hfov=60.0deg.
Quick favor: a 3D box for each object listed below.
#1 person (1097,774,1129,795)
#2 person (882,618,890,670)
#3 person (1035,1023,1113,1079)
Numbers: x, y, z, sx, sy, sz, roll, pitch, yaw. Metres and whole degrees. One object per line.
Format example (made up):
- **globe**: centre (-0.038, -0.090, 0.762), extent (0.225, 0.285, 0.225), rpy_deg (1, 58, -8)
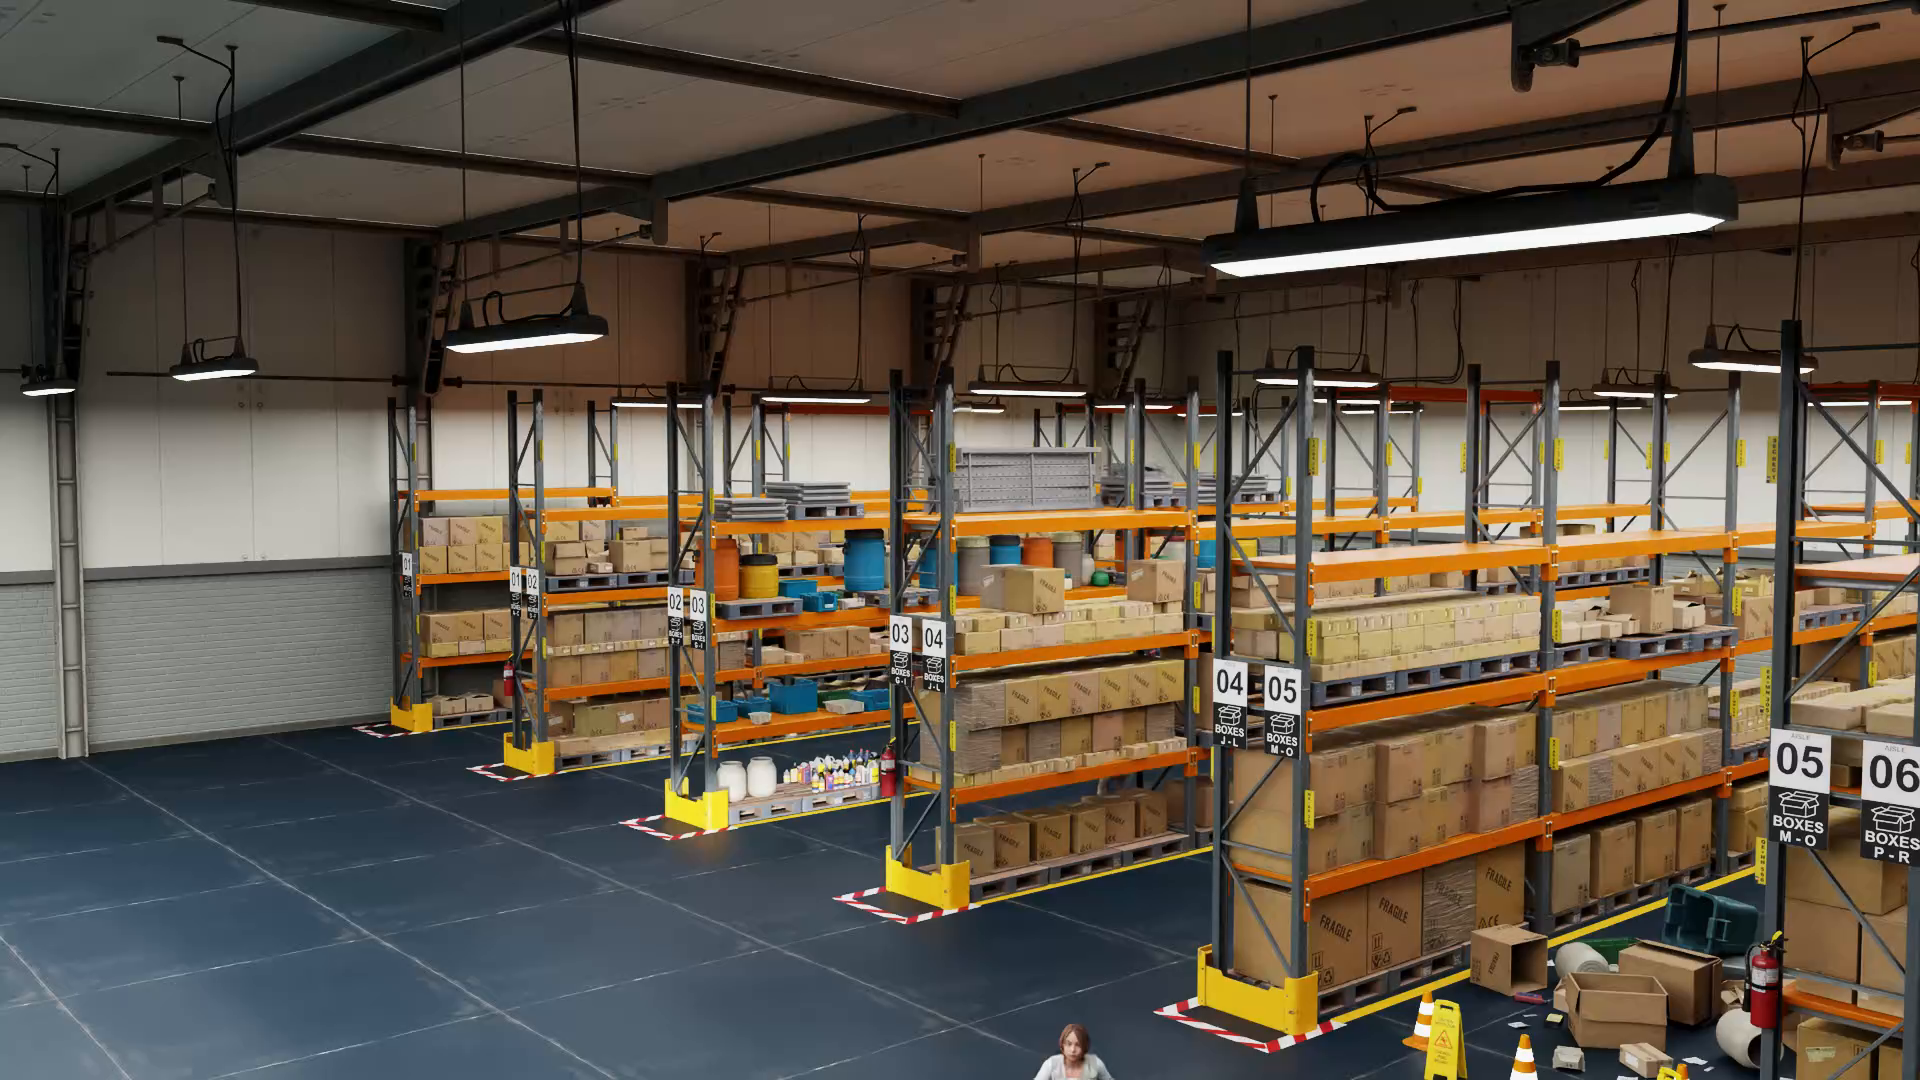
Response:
- **person**: centre (2.158, 2.948, 23.703), extent (0.896, 1.693, 0.678), rpy_deg (-3, 4, -41)
- **person**: centre (-1.327, 2.114, 33.887), extent (0.459, 1.658, 0.609), rpy_deg (-3, 5, -45)
- **person**: centre (0.708, 3.781, 10.459), extent (0.566, 1.582, 0.746), rpy_deg (0, 3, 6)
